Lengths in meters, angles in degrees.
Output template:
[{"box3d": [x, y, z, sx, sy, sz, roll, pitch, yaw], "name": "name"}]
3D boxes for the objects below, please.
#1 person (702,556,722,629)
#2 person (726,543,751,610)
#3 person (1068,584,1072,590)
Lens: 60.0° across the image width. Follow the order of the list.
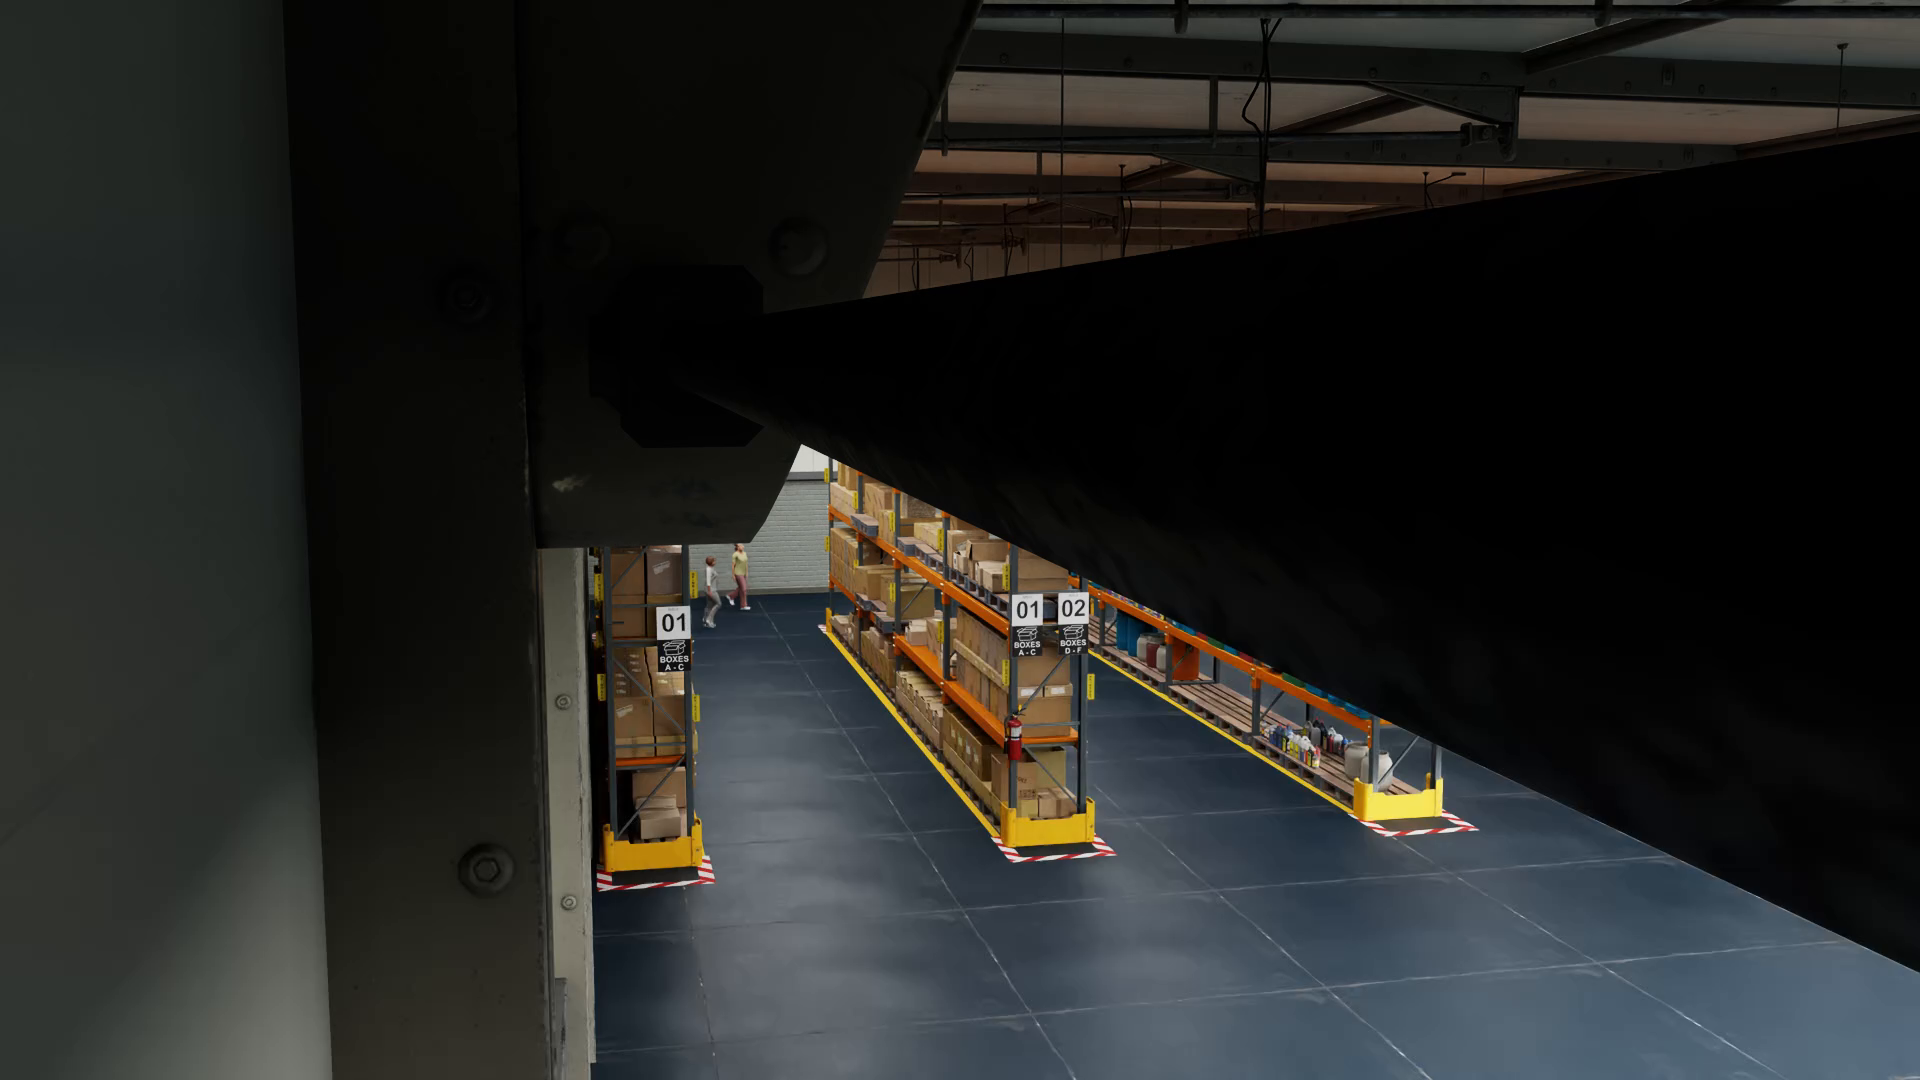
[{"box3d": [-5.523, 1.149, 36.933, 0.418, 1.606, 0.436, -2, 7, -18], "name": "person"}, {"box3d": [-5.246, 0.820, 39.417, 0.747, 1.646, 0.447, 3, 8, 26], "name": "person"}, {"box3d": [2.496, 0.667, 41.232, 0.952, 1.545, 0.474, 2, 7, 16], "name": "person"}]
